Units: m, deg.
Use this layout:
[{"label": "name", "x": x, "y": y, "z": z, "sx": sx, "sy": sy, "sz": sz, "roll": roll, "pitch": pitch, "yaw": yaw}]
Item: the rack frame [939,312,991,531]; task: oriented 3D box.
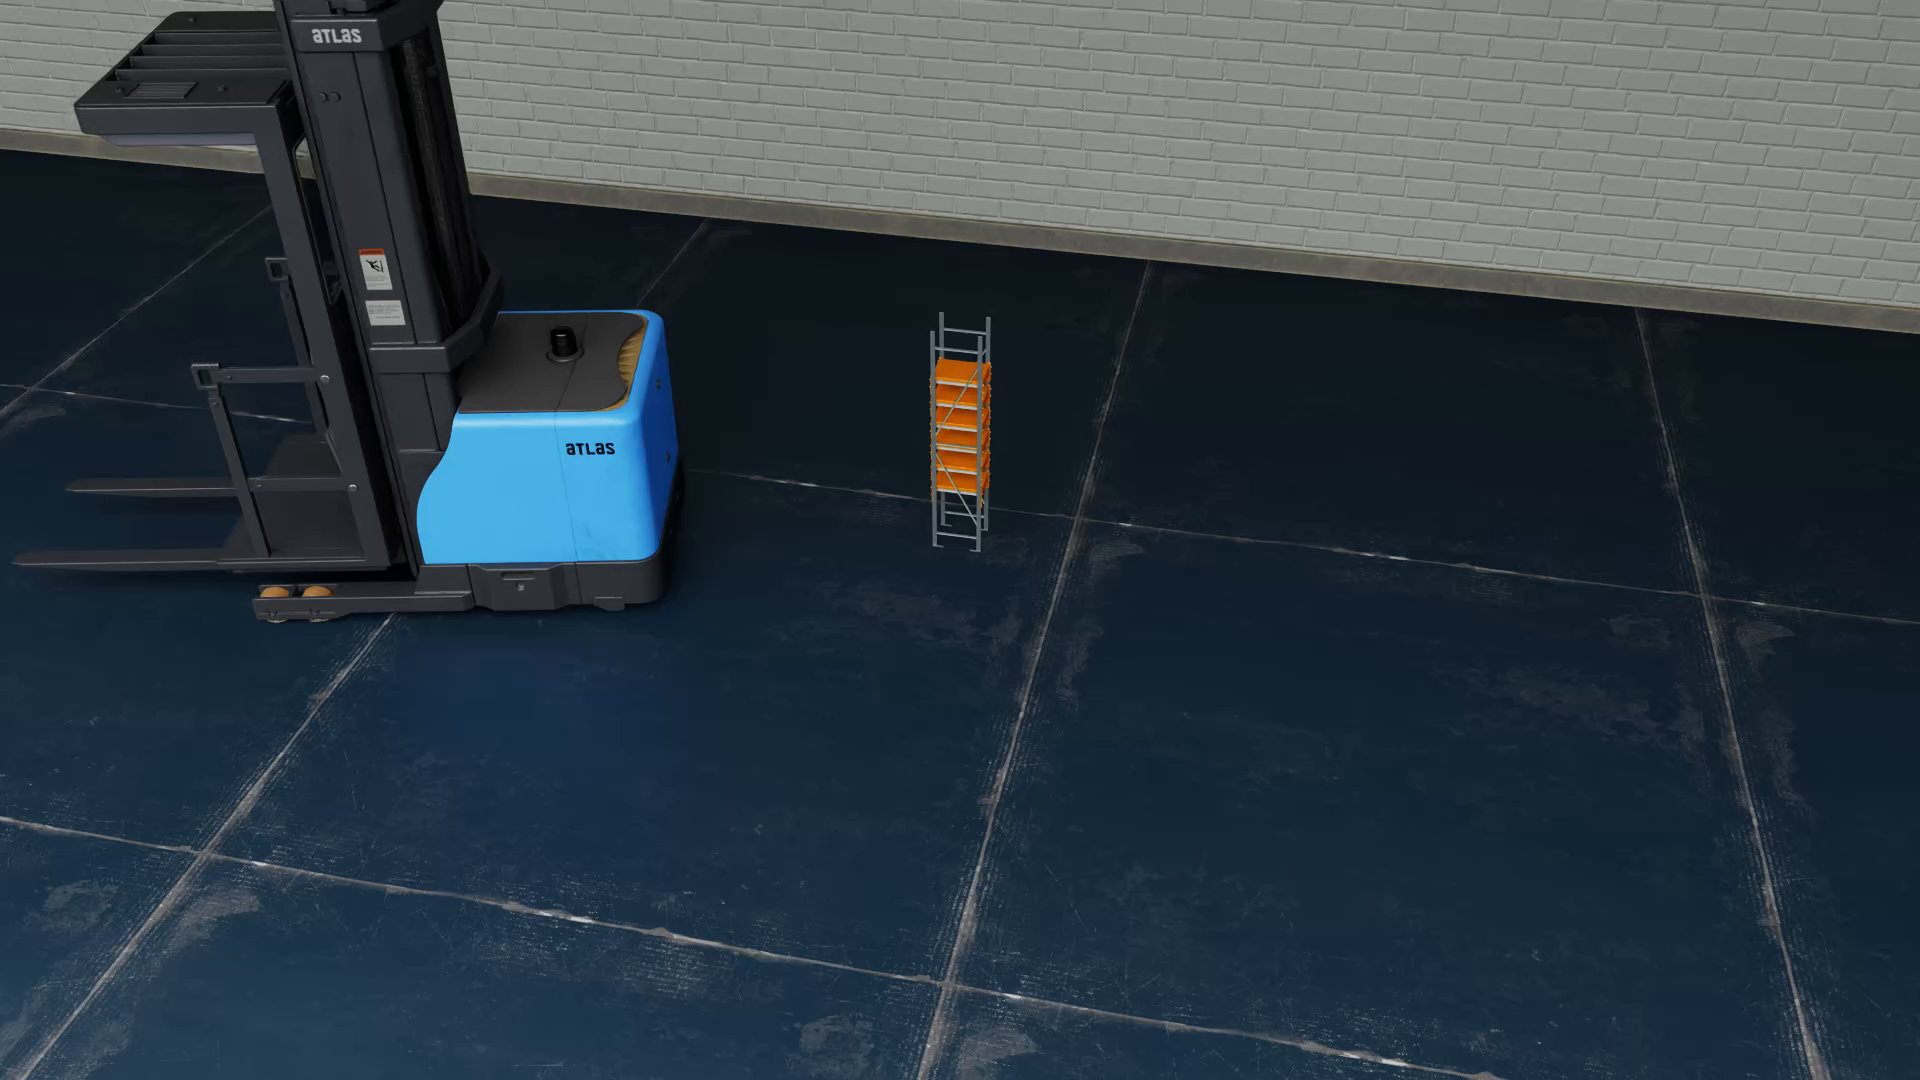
[{"label": "rack frame", "x": 0.023, "y": -0.547, "z": 7.982, "sx": 0.240, "sy": 1.200, "sz": 0.006, "roll": 7, "pitch": 37, "yaw": 10}]

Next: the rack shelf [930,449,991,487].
[{"label": "rack shelf", "x": 0.003, "y": -0.361, "z": 8.006, "sx": 0.258, "sy": 0.103, "sz": 0.180, "roll": 7, "pitch": 37, "yaw": 10}]

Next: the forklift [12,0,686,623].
[{"label": "forklift", "x": -2.903, "y": -1.119, "z": 7.296, "sx": 3.031, "sy": 2.935, "sz": 1.130, "roll": -1, "pitch": 36, "yaw": -1}]

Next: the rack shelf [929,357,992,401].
[{"label": "rack shelf", "x": 0.003, "y": -0.750, "z": 7.724, "sx": 0.258, "sy": 0.103, "sz": 0.180, "roll": 7, "pitch": 37, "yaw": 10}]

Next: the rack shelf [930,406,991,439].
[{"label": "rack shelf", "x": 0.003, "y": -0.555, "z": 7.865, "sx": 0.258, "sy": 0.103, "sz": 0.180, "roll": 7, "pitch": 37, "yaw": 10}]

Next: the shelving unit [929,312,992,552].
[{"label": "shelving unit", "x": 0.003, "y": -0.494, "z": 7.909, "sx": 0.258, "sy": 1.200, "sz": 0.189, "roll": 7, "pitch": 37, "yaw": 10}]

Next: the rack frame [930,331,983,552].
[{"label": "rack frame", "x": -0.016, "y": -0.442, "z": 7.837, "sx": 0.240, "sy": 1.200, "sz": 0.006, "roll": 7, "pitch": 37, "yaw": 10}]

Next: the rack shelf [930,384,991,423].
[{"label": "rack shelf", "x": 0.003, "y": -0.652, "z": 7.795, "sx": 0.258, "sy": 0.103, "sz": 0.180, "roll": 7, "pitch": 37, "yaw": 10}]

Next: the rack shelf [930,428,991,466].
[{"label": "rack shelf", "x": 0.003, "y": -0.458, "z": 7.935, "sx": 0.258, "sy": 0.103, "sz": 0.180, "roll": 7, "pitch": 37, "yaw": 10}]

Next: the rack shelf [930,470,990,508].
[{"label": "rack shelf", "x": 0.003, "y": -0.264, "z": 8.076, "sx": 0.258, "sy": 0.103, "sz": 0.180, "roll": 7, "pitch": 37, "yaw": 10}]
